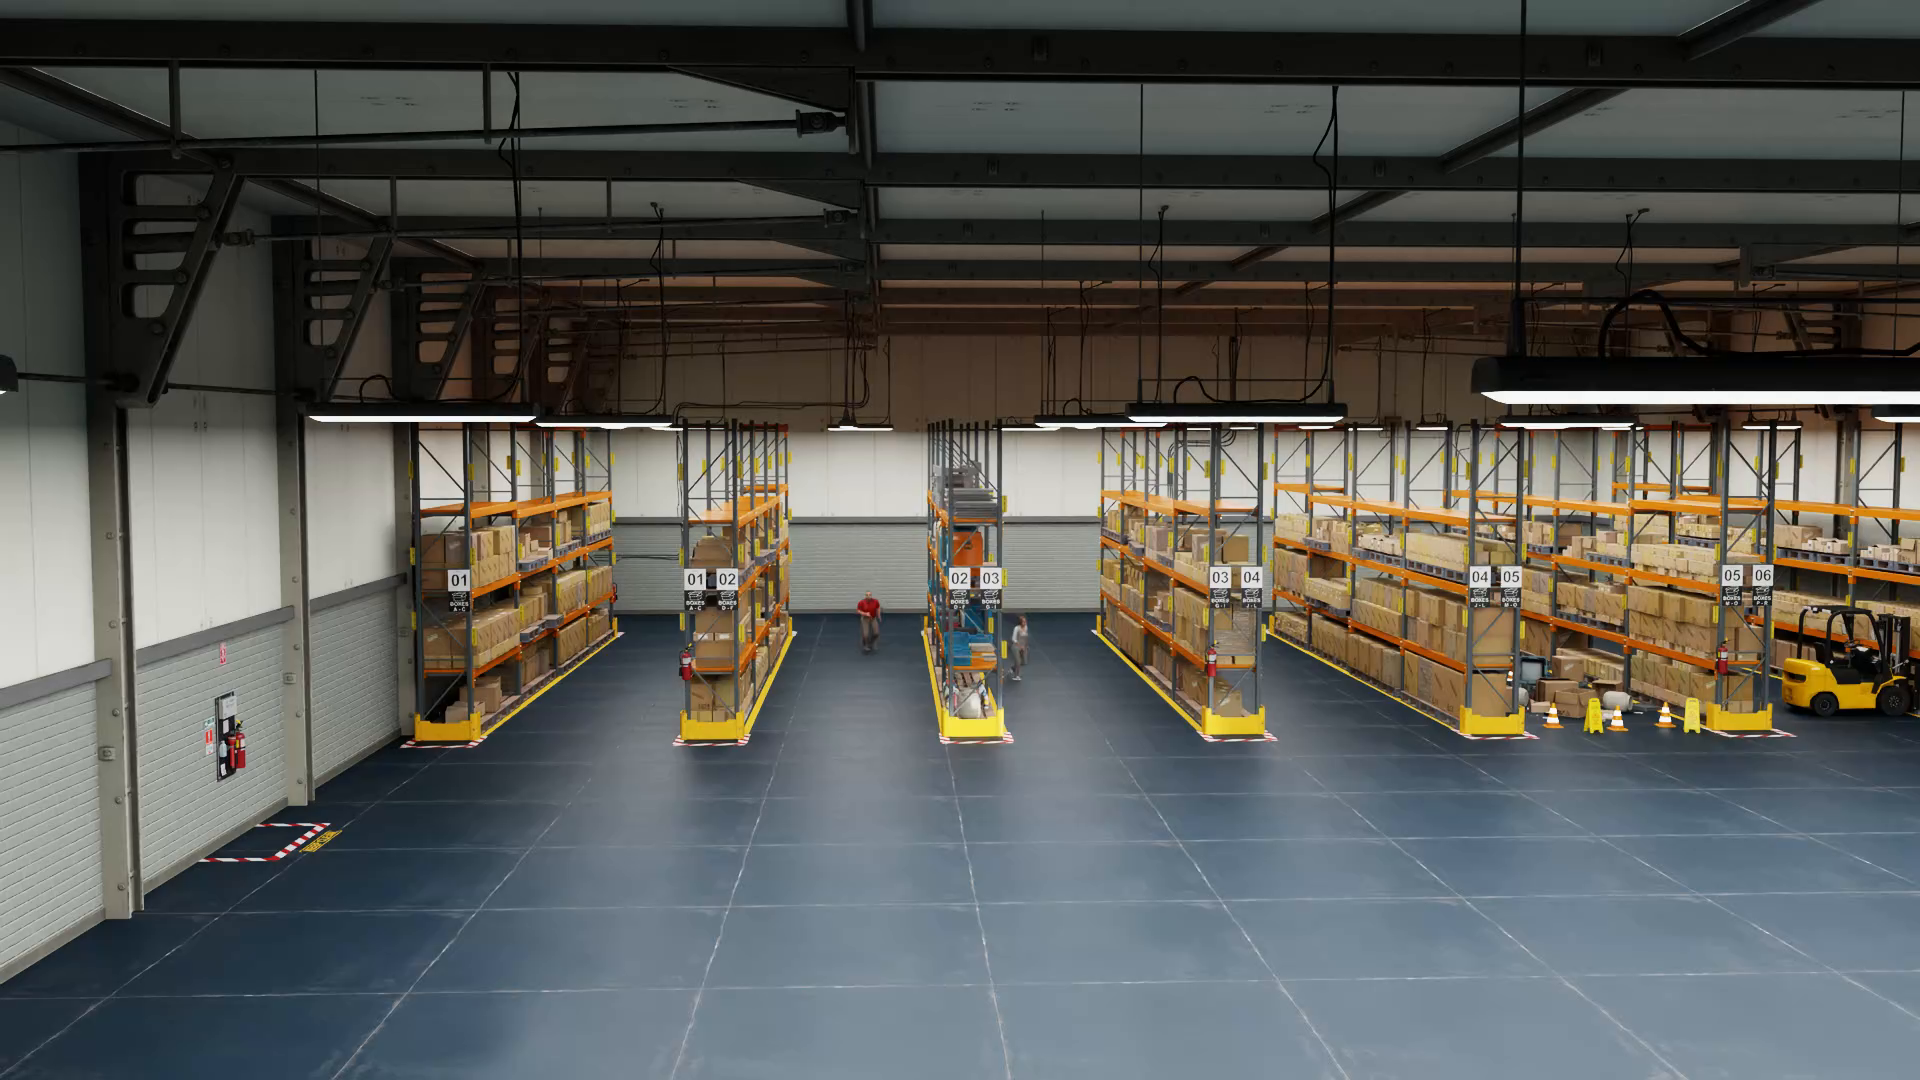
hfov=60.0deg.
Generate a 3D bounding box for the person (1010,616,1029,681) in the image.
[{"bbox_3d":[1.339,2.500,38.450,0.508,1.522,0.698,-3,5,-37],"label":"person"}]

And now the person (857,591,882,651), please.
[{"bbox_3d":[-2.370,2.125,43.562,0.674,1.616,0.852,-1,4,-13],"label":"person"}]
